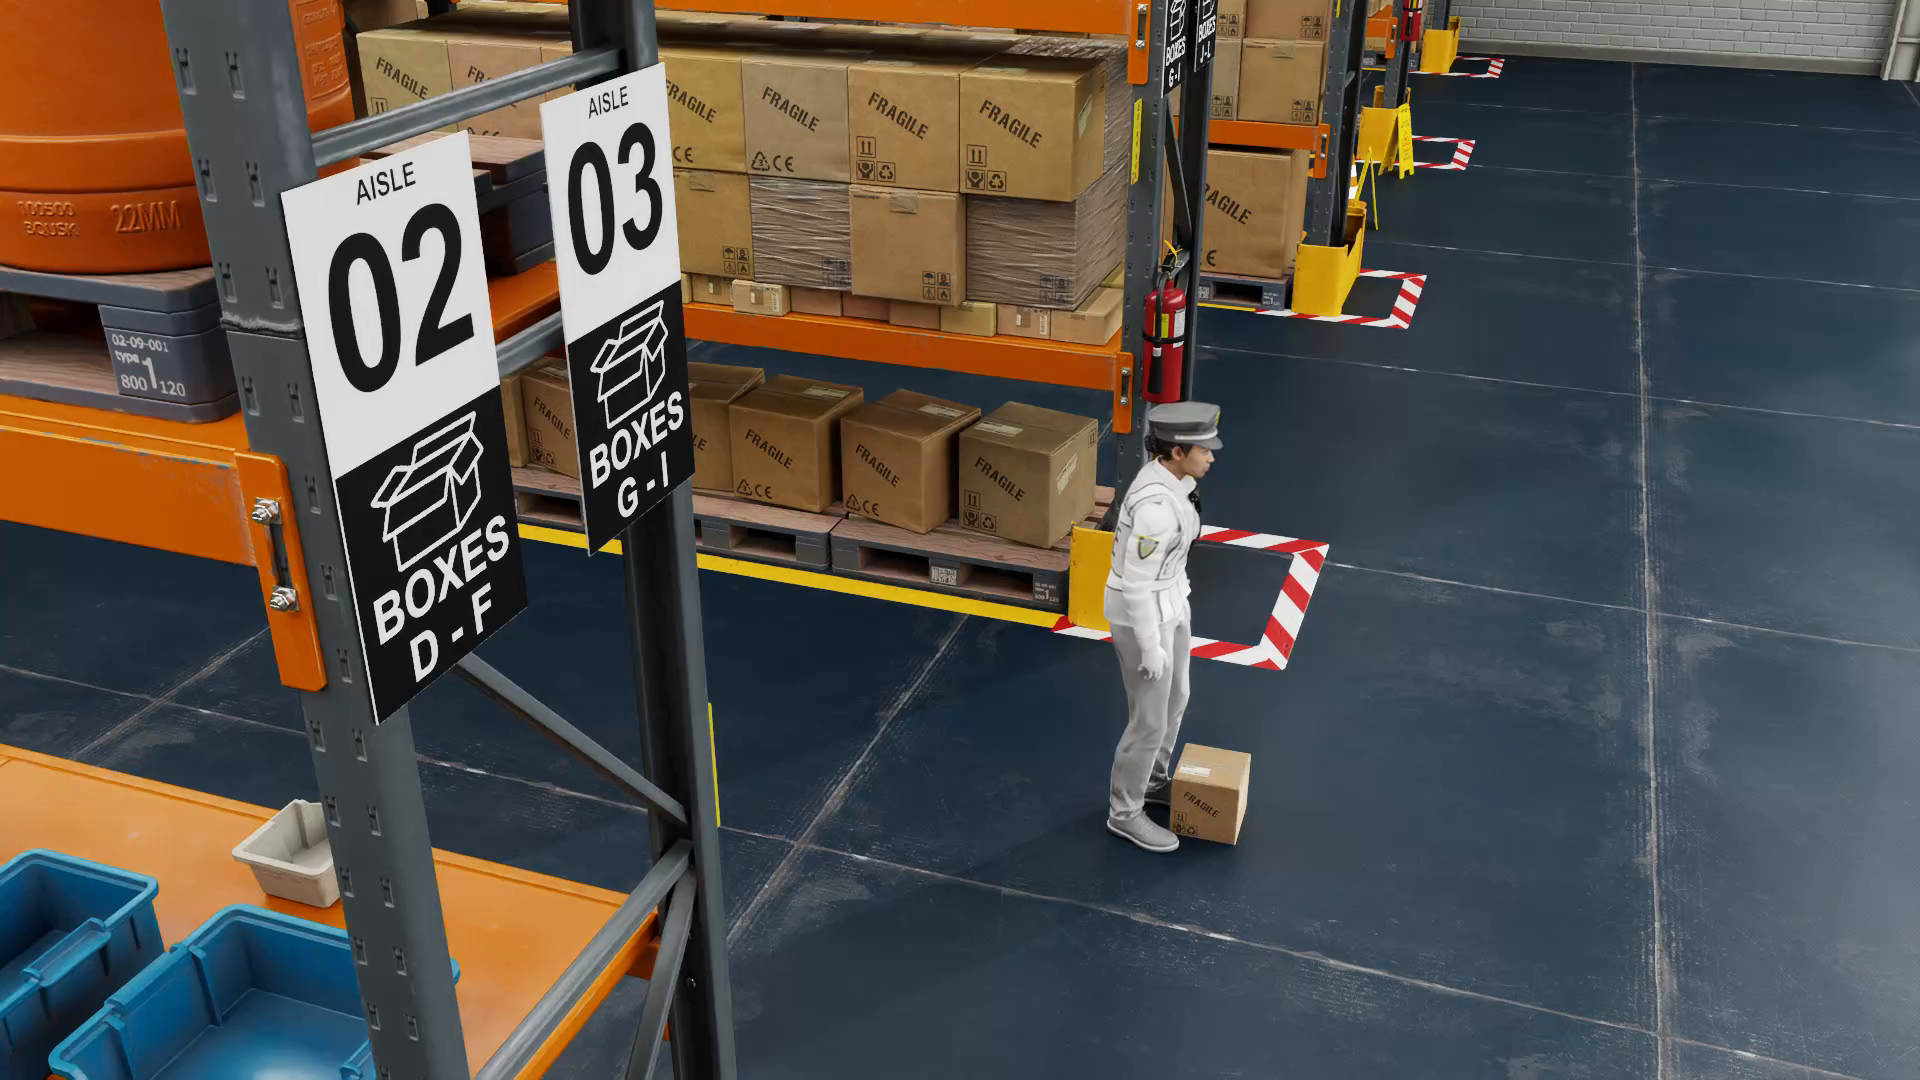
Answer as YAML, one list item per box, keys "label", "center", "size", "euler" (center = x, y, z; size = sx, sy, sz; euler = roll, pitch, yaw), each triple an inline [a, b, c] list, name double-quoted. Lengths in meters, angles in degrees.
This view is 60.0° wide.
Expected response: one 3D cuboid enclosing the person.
- label: "person"
  center: [0.727, 0.291, 6.008]
  size: [0.403, 1.664, 0.528]
  euler: [9, 27, 18]
